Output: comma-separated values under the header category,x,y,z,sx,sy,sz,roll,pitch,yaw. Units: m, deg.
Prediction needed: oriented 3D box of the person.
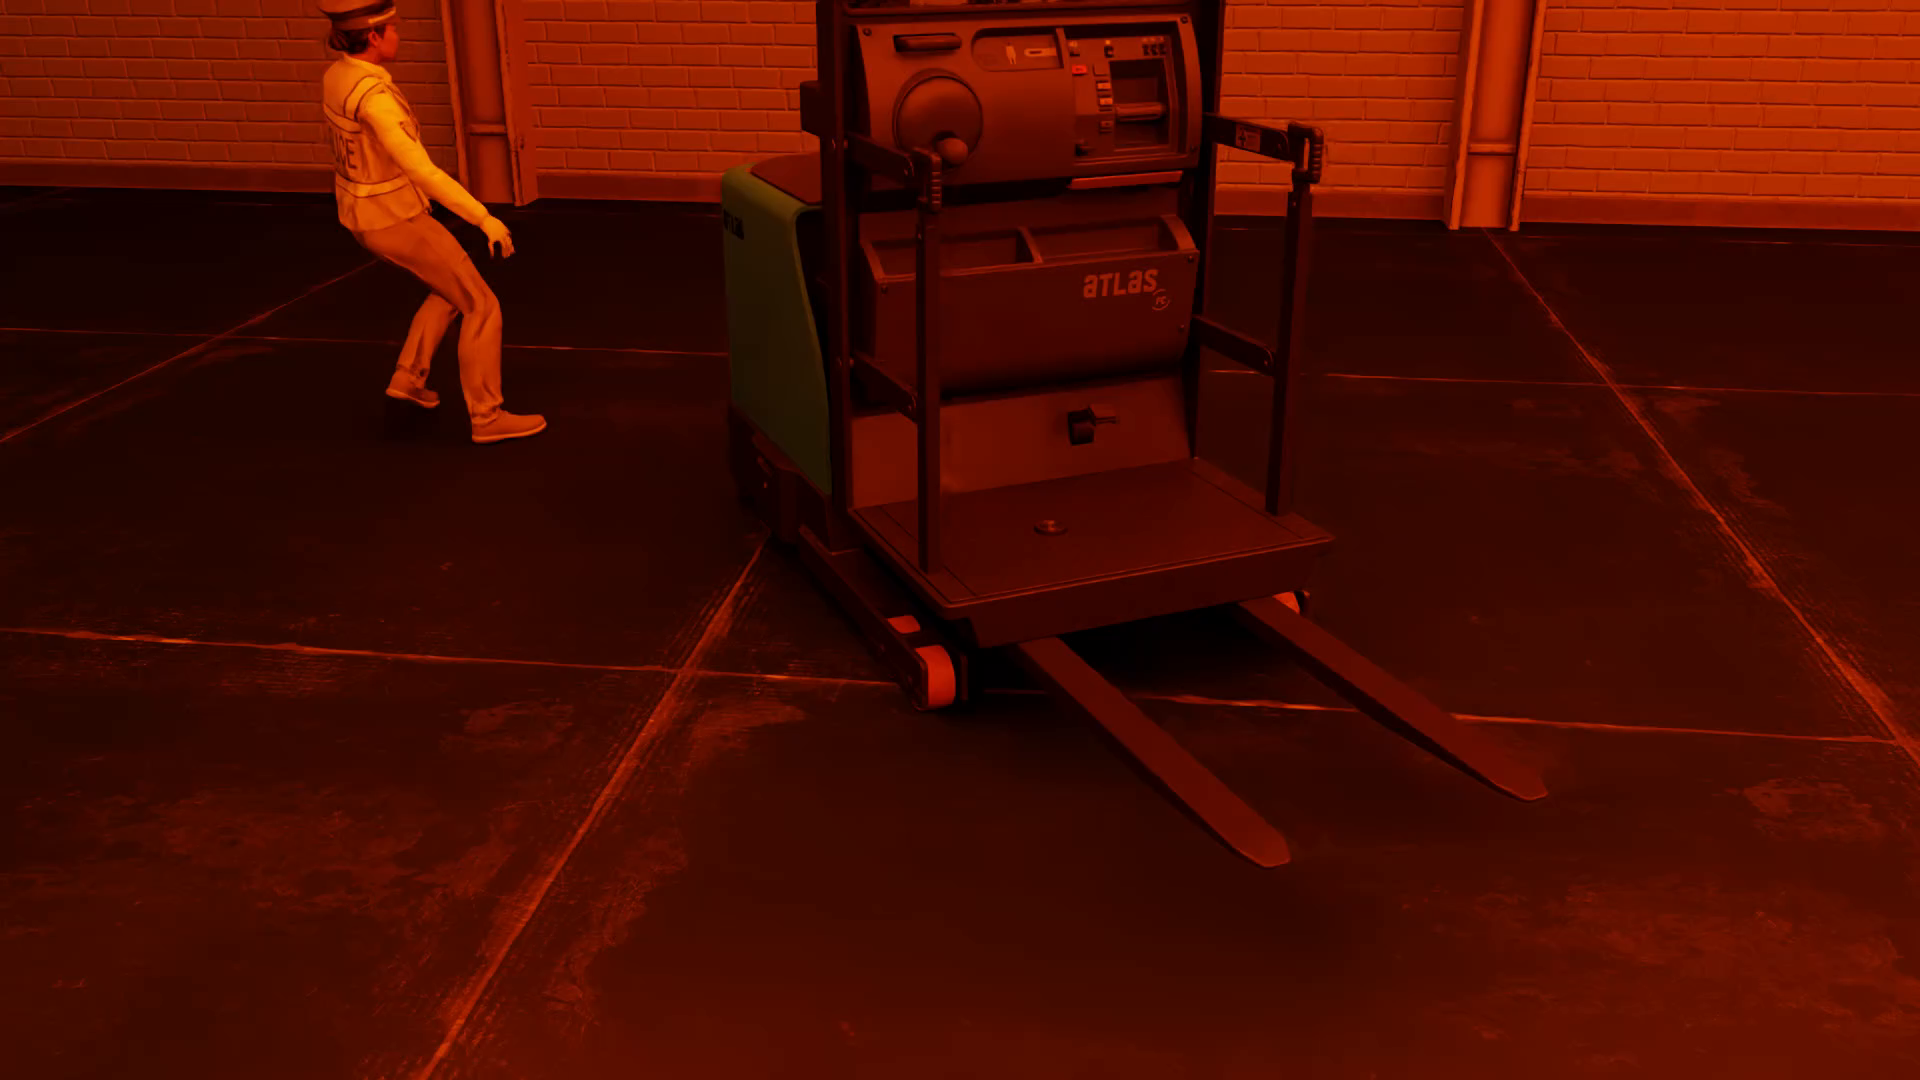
category,x,y,z,sx,sy,sz,roll,pitch,yaw
person,-1.904,-1.162,5.934,0.548,1.582,0.717,-15,26,-33

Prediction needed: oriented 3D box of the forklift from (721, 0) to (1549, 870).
category,x,y,z,sx,sy,sz,roll,pitch,yaw
forklift,0.276,-1.115,4.023,1.130,2.935,3.031,-9,24,-21
